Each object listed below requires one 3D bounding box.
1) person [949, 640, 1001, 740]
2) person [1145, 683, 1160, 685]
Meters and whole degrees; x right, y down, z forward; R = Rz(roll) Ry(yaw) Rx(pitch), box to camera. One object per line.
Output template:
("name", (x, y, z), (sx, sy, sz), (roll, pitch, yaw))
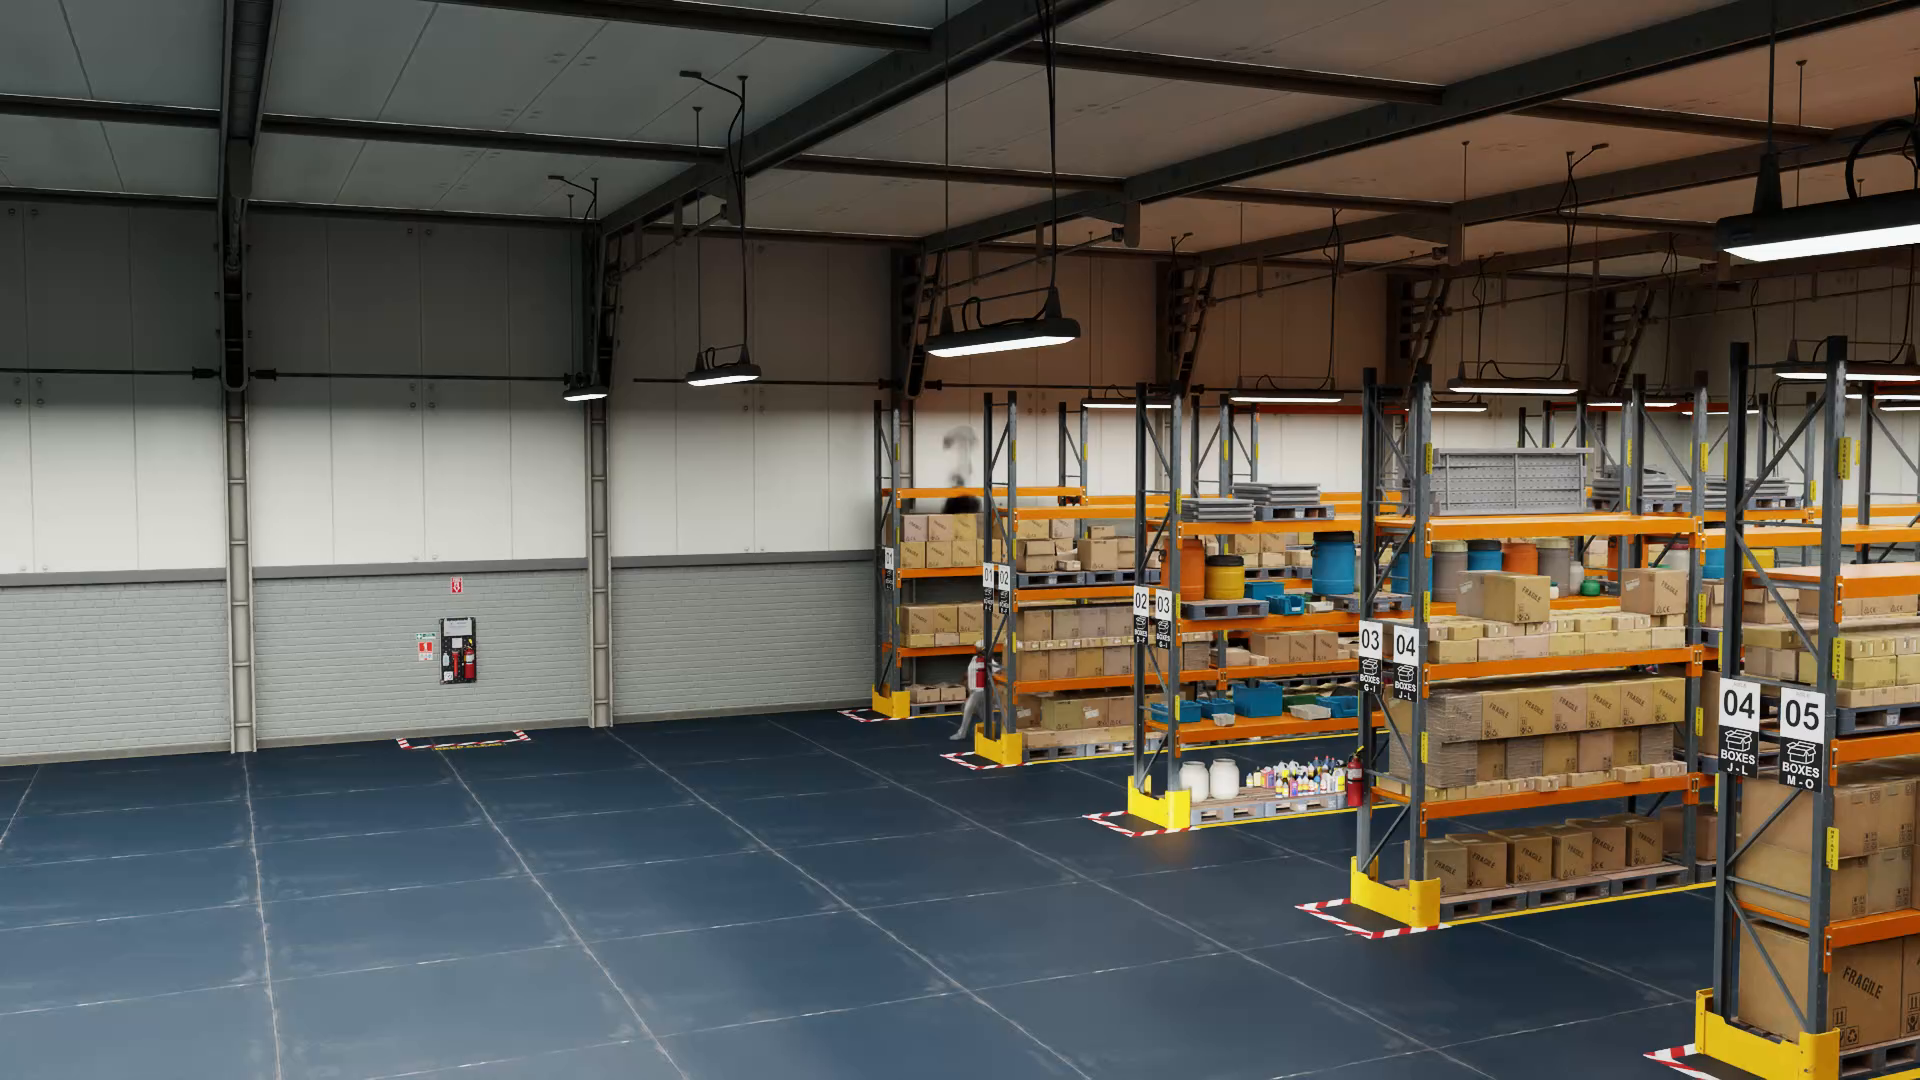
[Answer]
("person", (0.302, 2.598, 28.927), (0.966, 1.741, 0.762), (-2, 4, -28))
("person", (3.659, 2.480, 30.609), (0.984, 1.792, 0.680), (-1, 4, -23))
